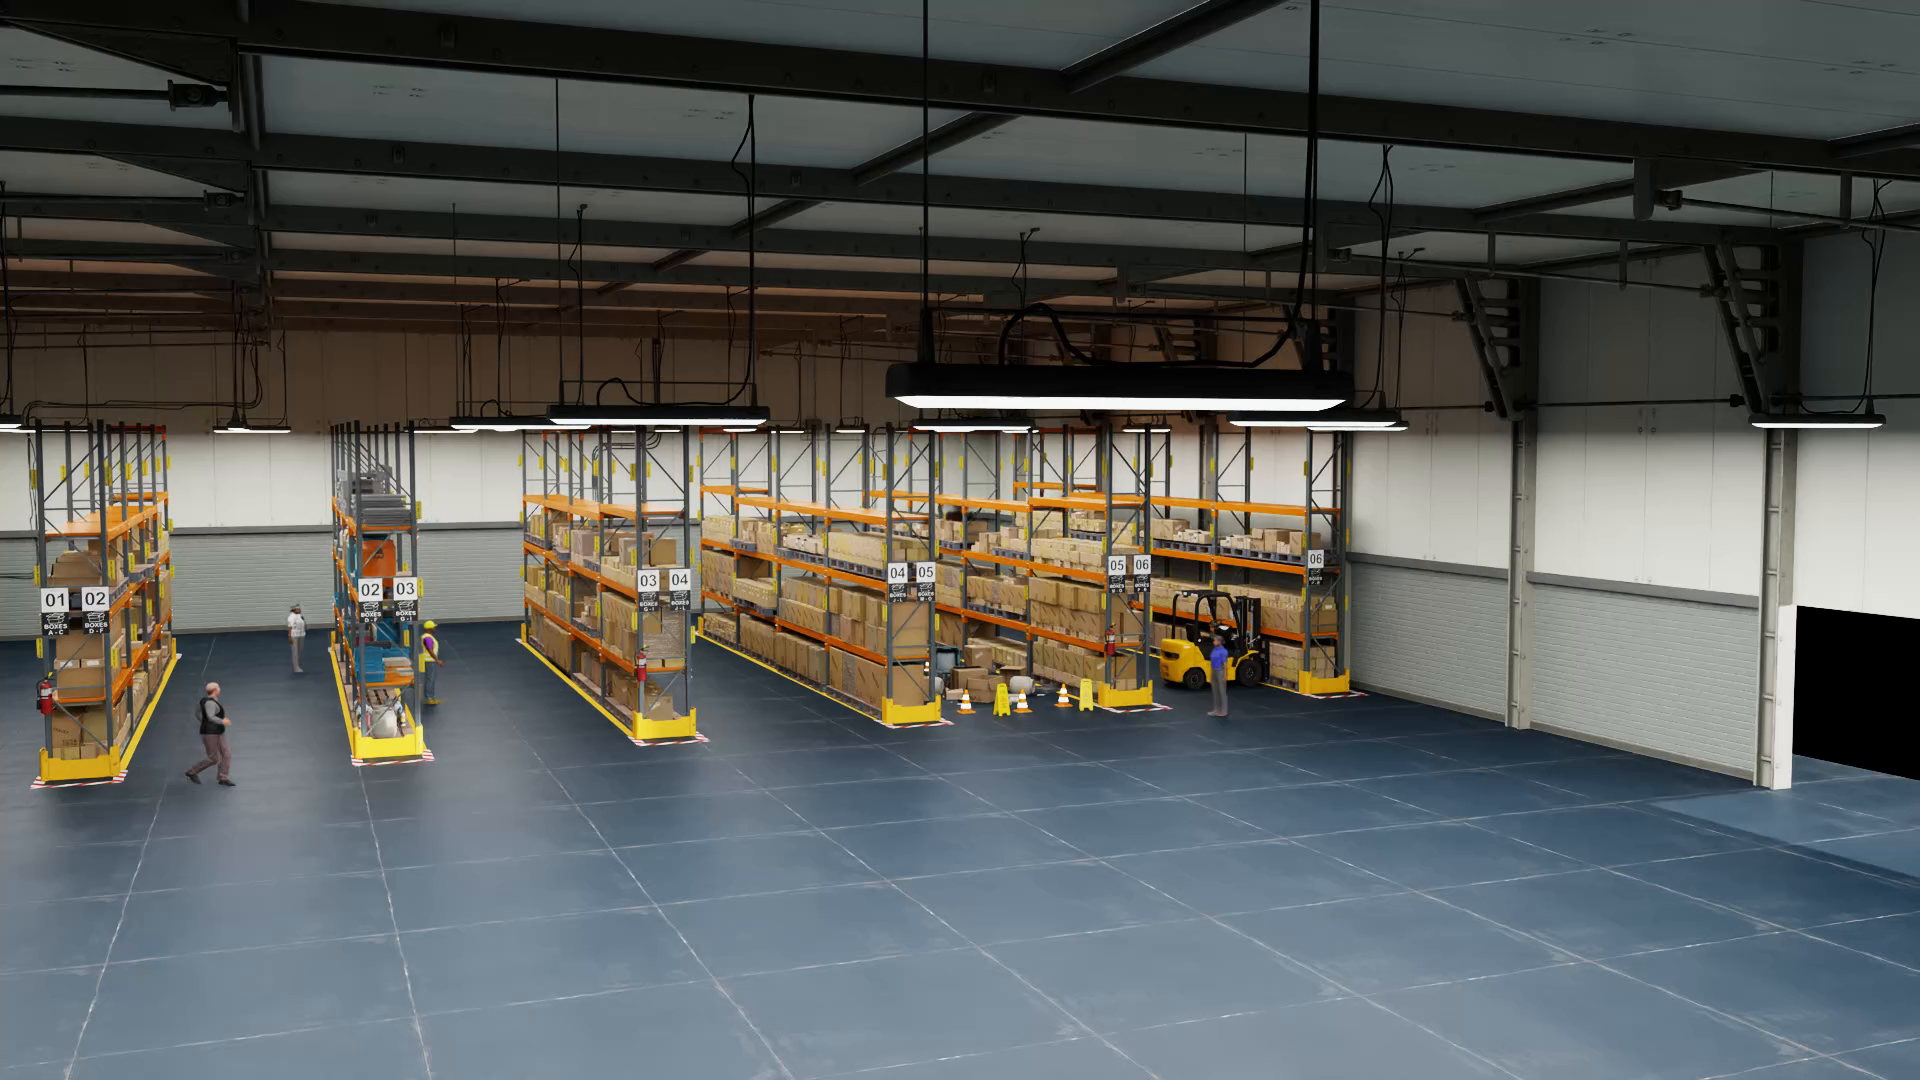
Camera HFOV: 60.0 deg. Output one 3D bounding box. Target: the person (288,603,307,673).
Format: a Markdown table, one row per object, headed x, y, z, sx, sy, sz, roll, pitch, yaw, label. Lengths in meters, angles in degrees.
| x | y | z | sx | sy | sz | roll | pitch | yaw | label |
| --- | --- | --- | --- | --- | --- | --- | --- | --- | --- |
| -16.042 | 2.372 | 40.346 | 0.594 | 1.679 | 0.466 | 2 | 4 | 32 | person |

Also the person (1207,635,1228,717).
| x | y | z | sx | sy | sz | roll | pitch | yaw | label |
| --- | --- | --- | --- | --- | --- | --- | --- | --- | --- |
| 5.299 | 2.773 | 33.959 | 0.335 | 1.667 | 0.538 | -2 | 4 | -33 | person |

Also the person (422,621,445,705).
| x | y | z | sx | sy | sz | roll | pitch | yaw | label |
| --- | --- | --- | --- | --- | --- | --- | --- | --- | --- |
| -11.228 | 2.625 | 35.494 | 0.551 | 1.801 | 0.684 | 0 | 4 | -6 | person |

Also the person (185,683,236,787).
| x | y | z | sx | sy | sz | roll | pitch | yaw | label |
| --- | --- | --- | --- | --- | --- | --- | --- | --- | --- |
| -12.191 | 3.187 | 27.045 | 0.750 | 1.726 | 0.562 | 0 | 4 | -6 | person |
